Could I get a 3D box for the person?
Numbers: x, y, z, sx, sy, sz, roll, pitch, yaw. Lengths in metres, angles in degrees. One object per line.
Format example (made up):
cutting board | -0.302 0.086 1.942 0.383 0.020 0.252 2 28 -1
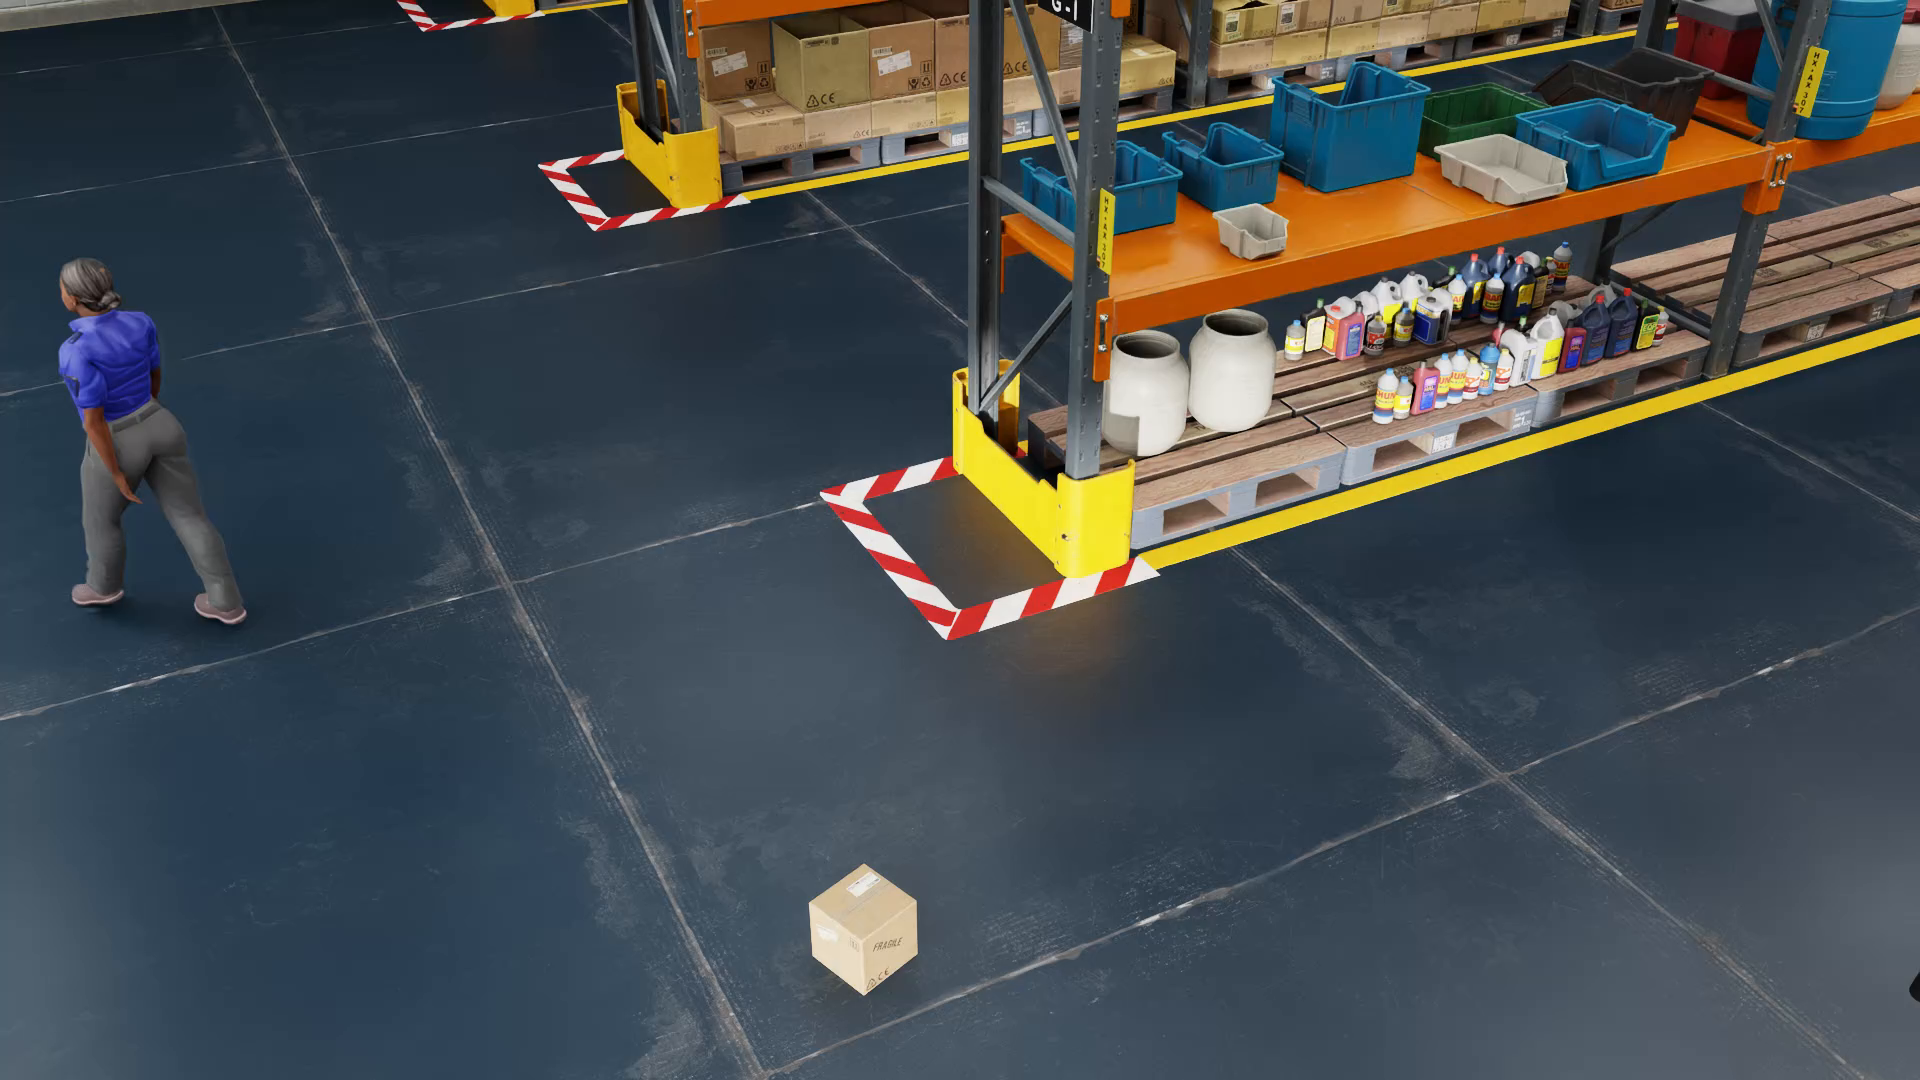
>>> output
person | -3.416 -0.409 6.756 0.852 1.636 0.456 17 37 24
